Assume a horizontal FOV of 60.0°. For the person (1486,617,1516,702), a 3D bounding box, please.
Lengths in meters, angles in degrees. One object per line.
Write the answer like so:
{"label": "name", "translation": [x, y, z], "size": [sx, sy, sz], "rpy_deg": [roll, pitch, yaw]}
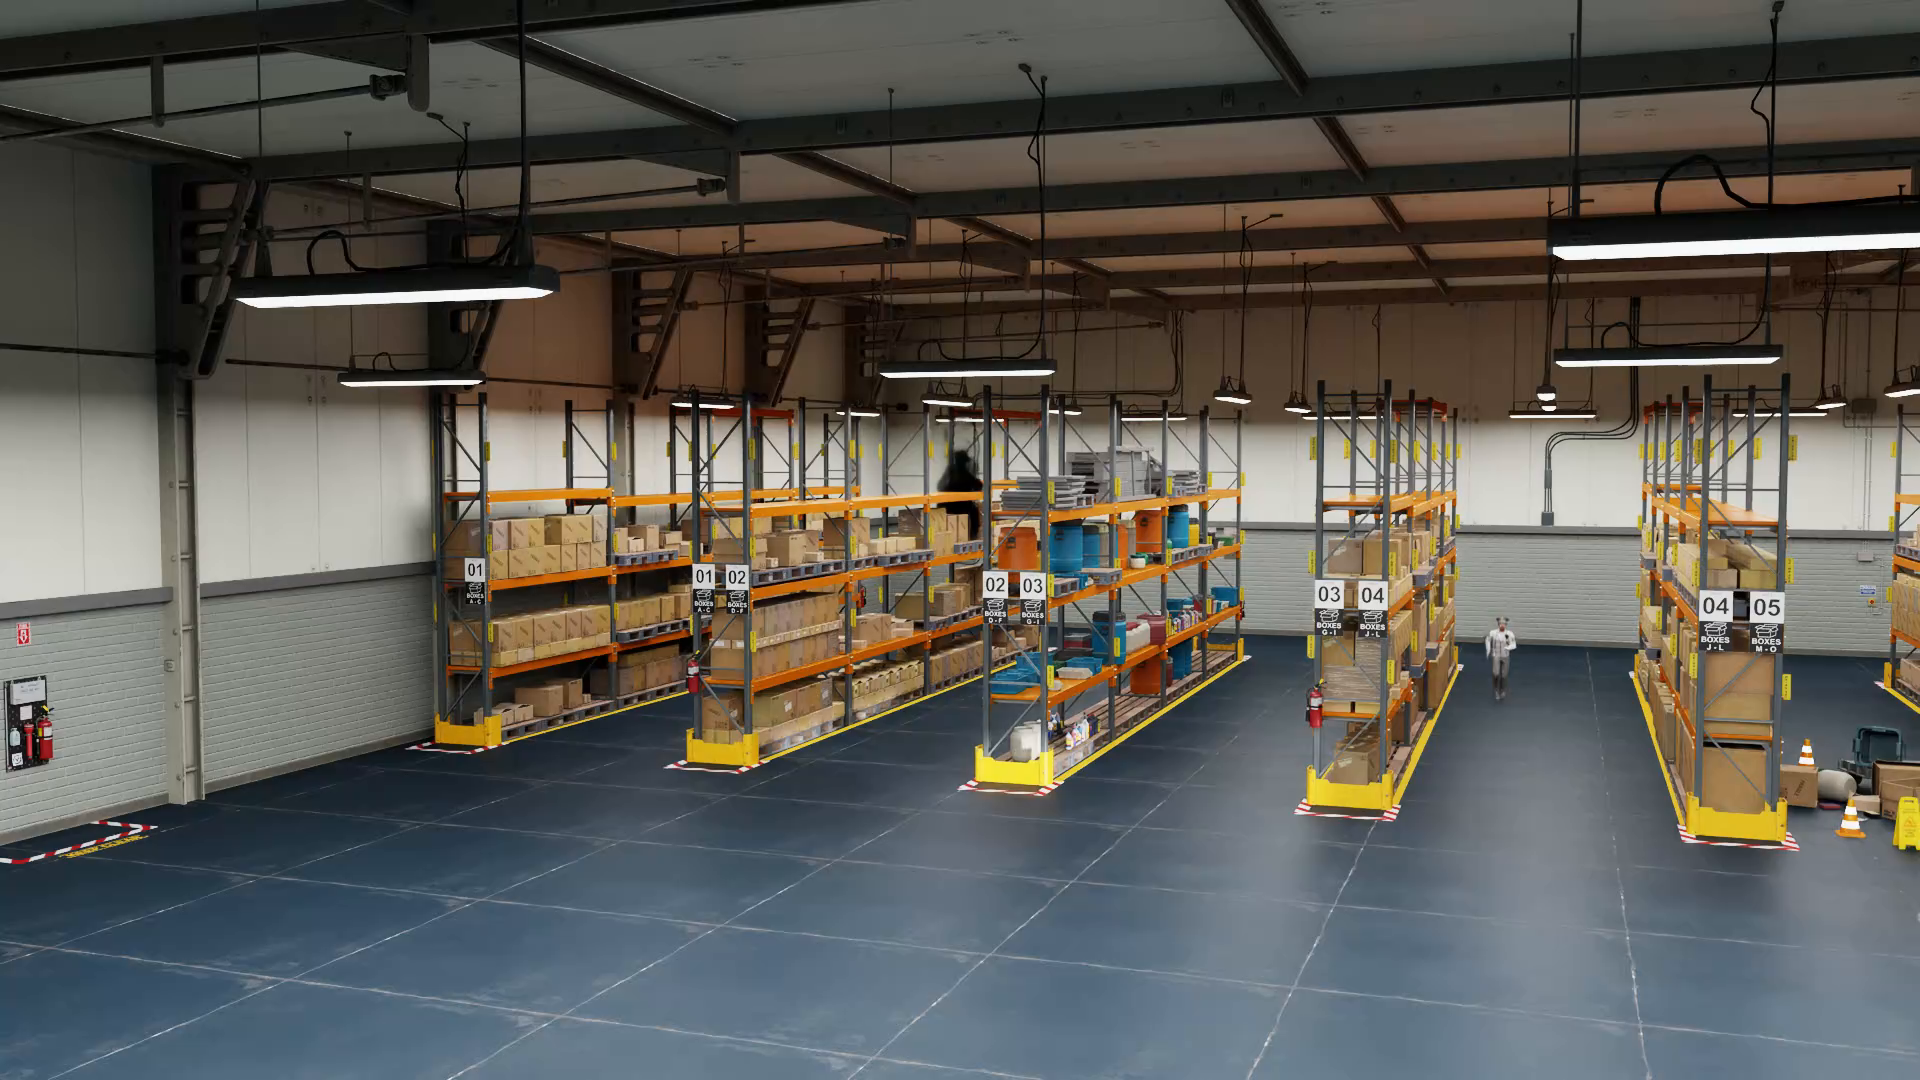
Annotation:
{"label": "person", "translation": [10.861, 2.385, 33.394], "size": [0.572, 1.714, 0.783], "rpy_deg": [1, 3, 16]}
